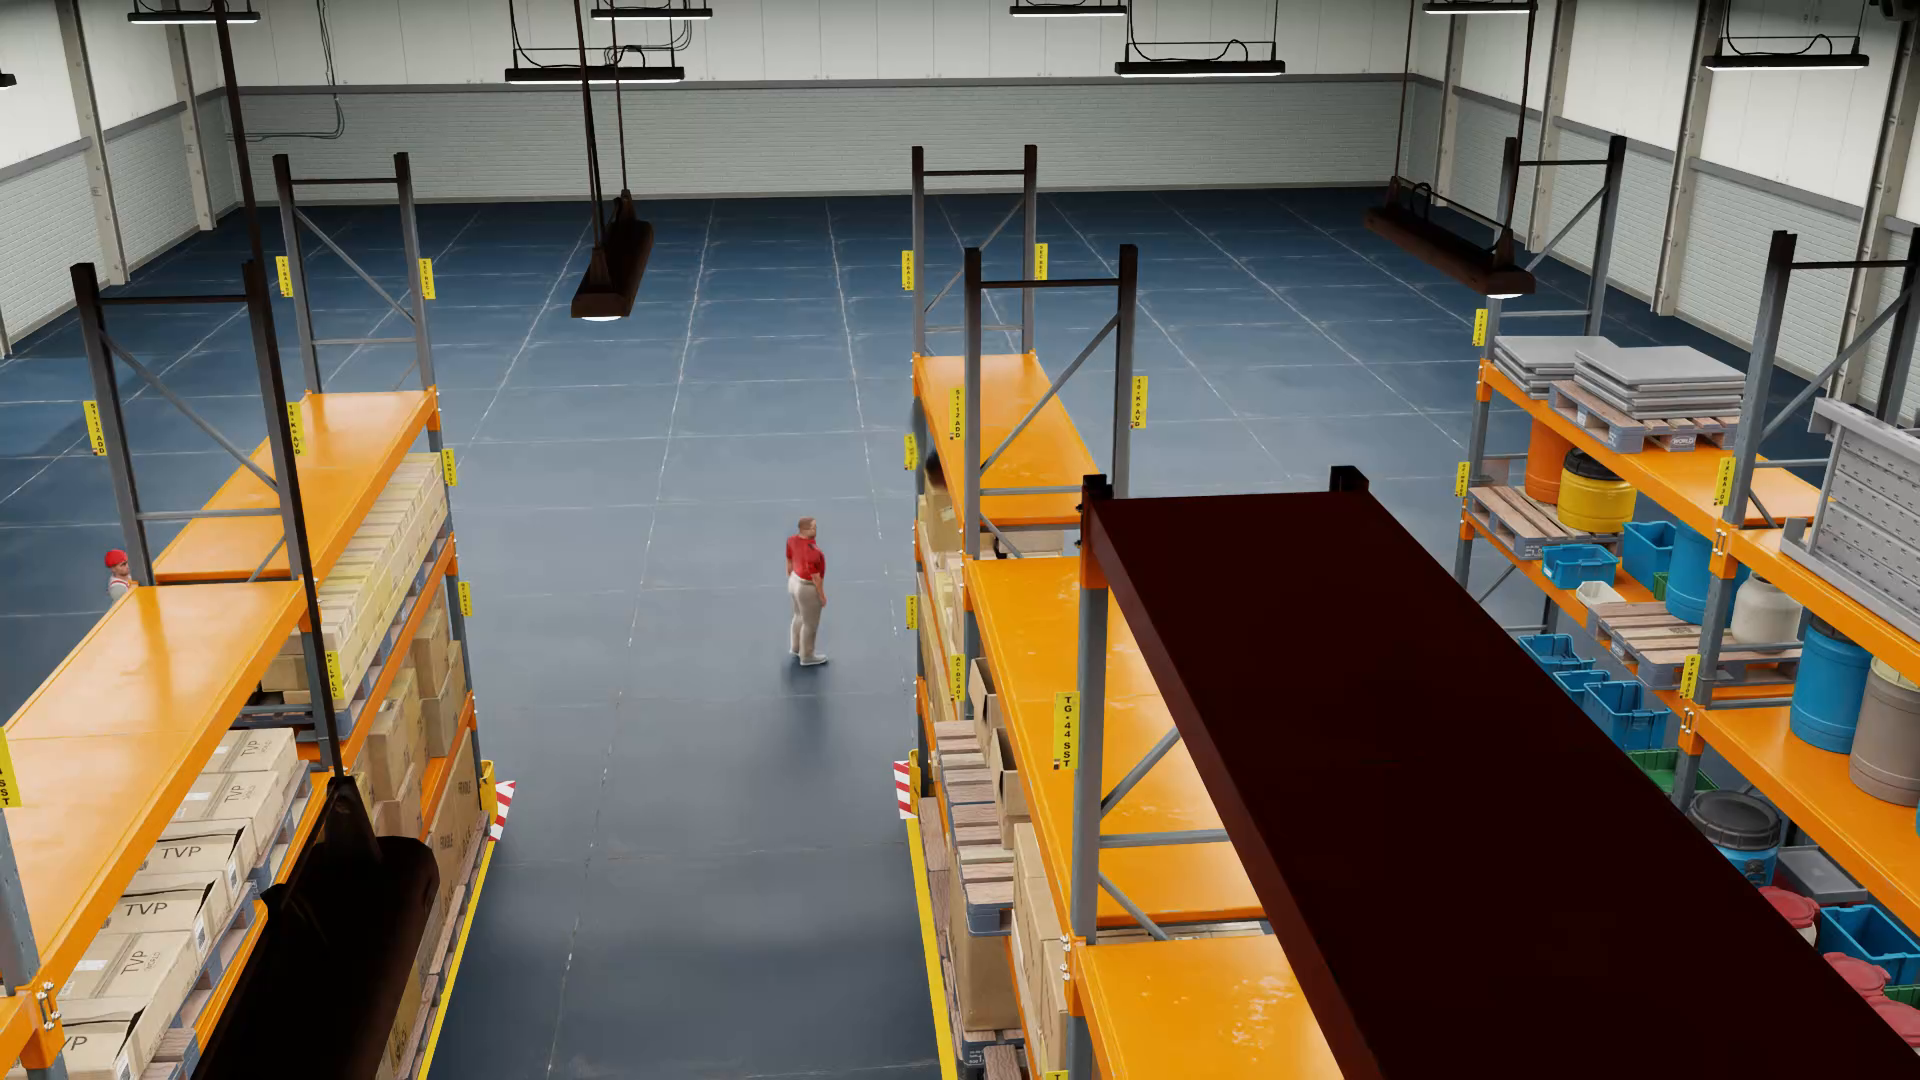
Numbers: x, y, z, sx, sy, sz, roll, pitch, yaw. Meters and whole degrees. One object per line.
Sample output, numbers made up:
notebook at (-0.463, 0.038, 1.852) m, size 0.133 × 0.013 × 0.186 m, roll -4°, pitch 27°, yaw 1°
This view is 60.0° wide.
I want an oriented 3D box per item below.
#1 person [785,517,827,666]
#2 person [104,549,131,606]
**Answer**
person at (-1.645, 0.554, 17.947) m, size 0.386 × 1.778 × 0.605 m, roll -15°, pitch 26°, yaw -33°
person at (-8.316, 0.930, 16.920) m, size 0.522 × 1.812 × 0.578 m, roll -14°, pitch 26°, yaw -31°
